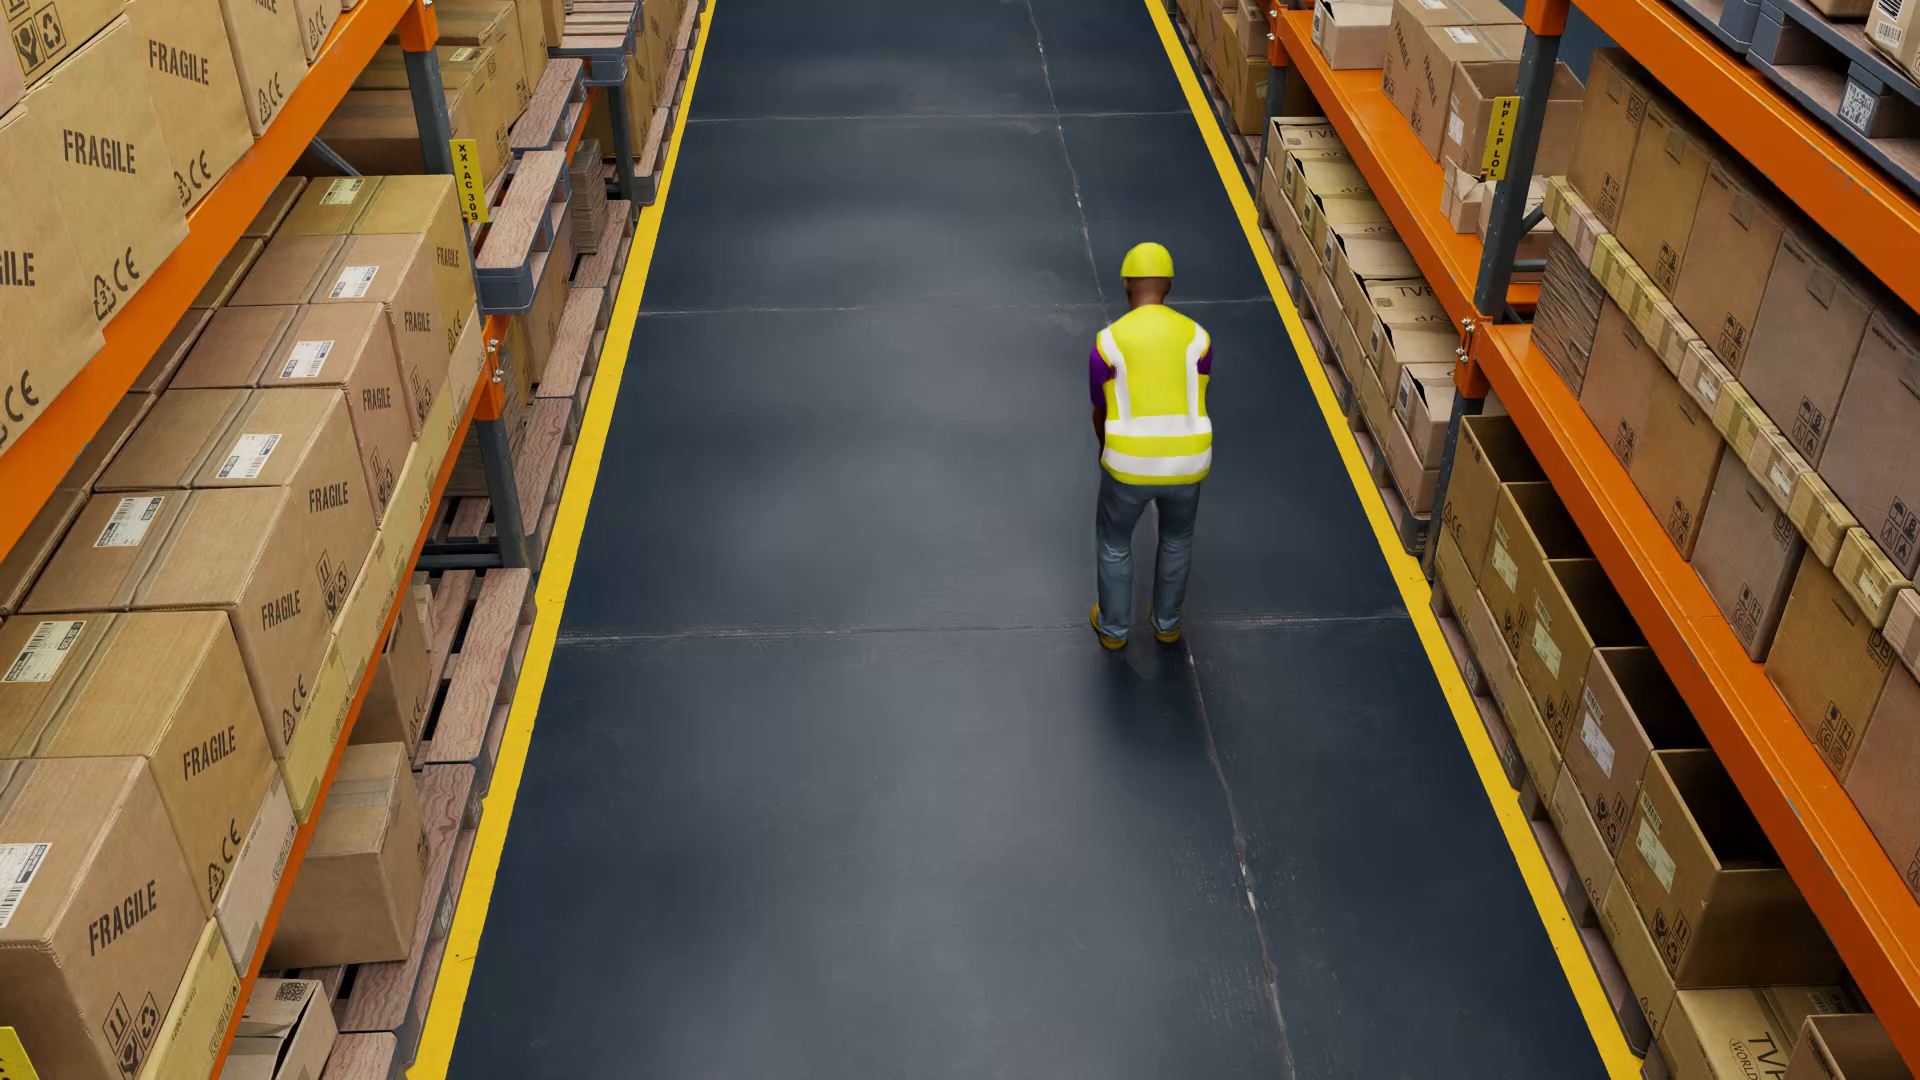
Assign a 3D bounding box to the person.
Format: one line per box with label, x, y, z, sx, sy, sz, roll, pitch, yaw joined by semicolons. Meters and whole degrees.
person;0.747;-0.357;6.725;0.483;1.659;0.691;-2;35;-3
